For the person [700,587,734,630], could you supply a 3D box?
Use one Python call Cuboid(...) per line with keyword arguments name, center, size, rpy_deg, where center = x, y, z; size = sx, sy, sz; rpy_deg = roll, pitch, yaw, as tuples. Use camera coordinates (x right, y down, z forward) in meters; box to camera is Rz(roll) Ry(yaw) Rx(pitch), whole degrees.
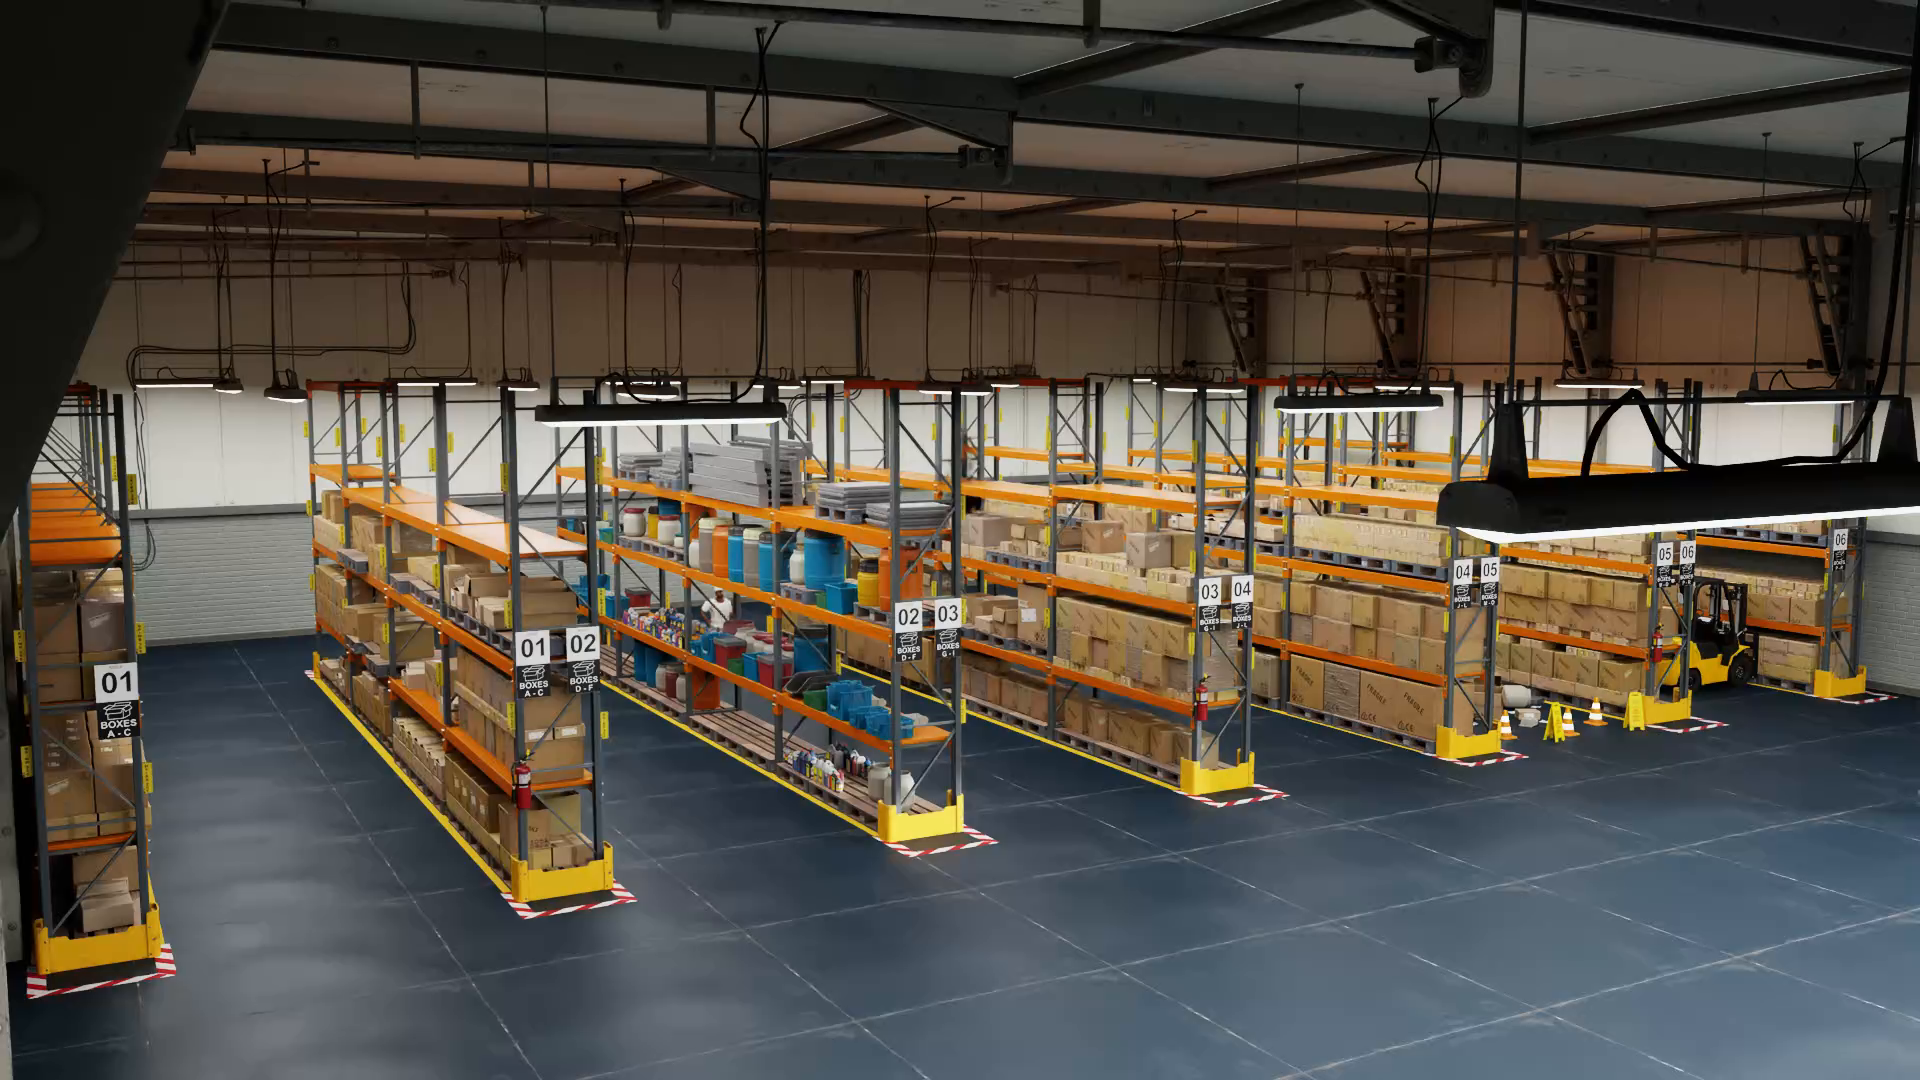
Cuboid(name="person", center=(-4.940, 1.809, 34.384), size=(0.684, 1.740, 0.618), rpy_deg=(-4, 7, -34))
